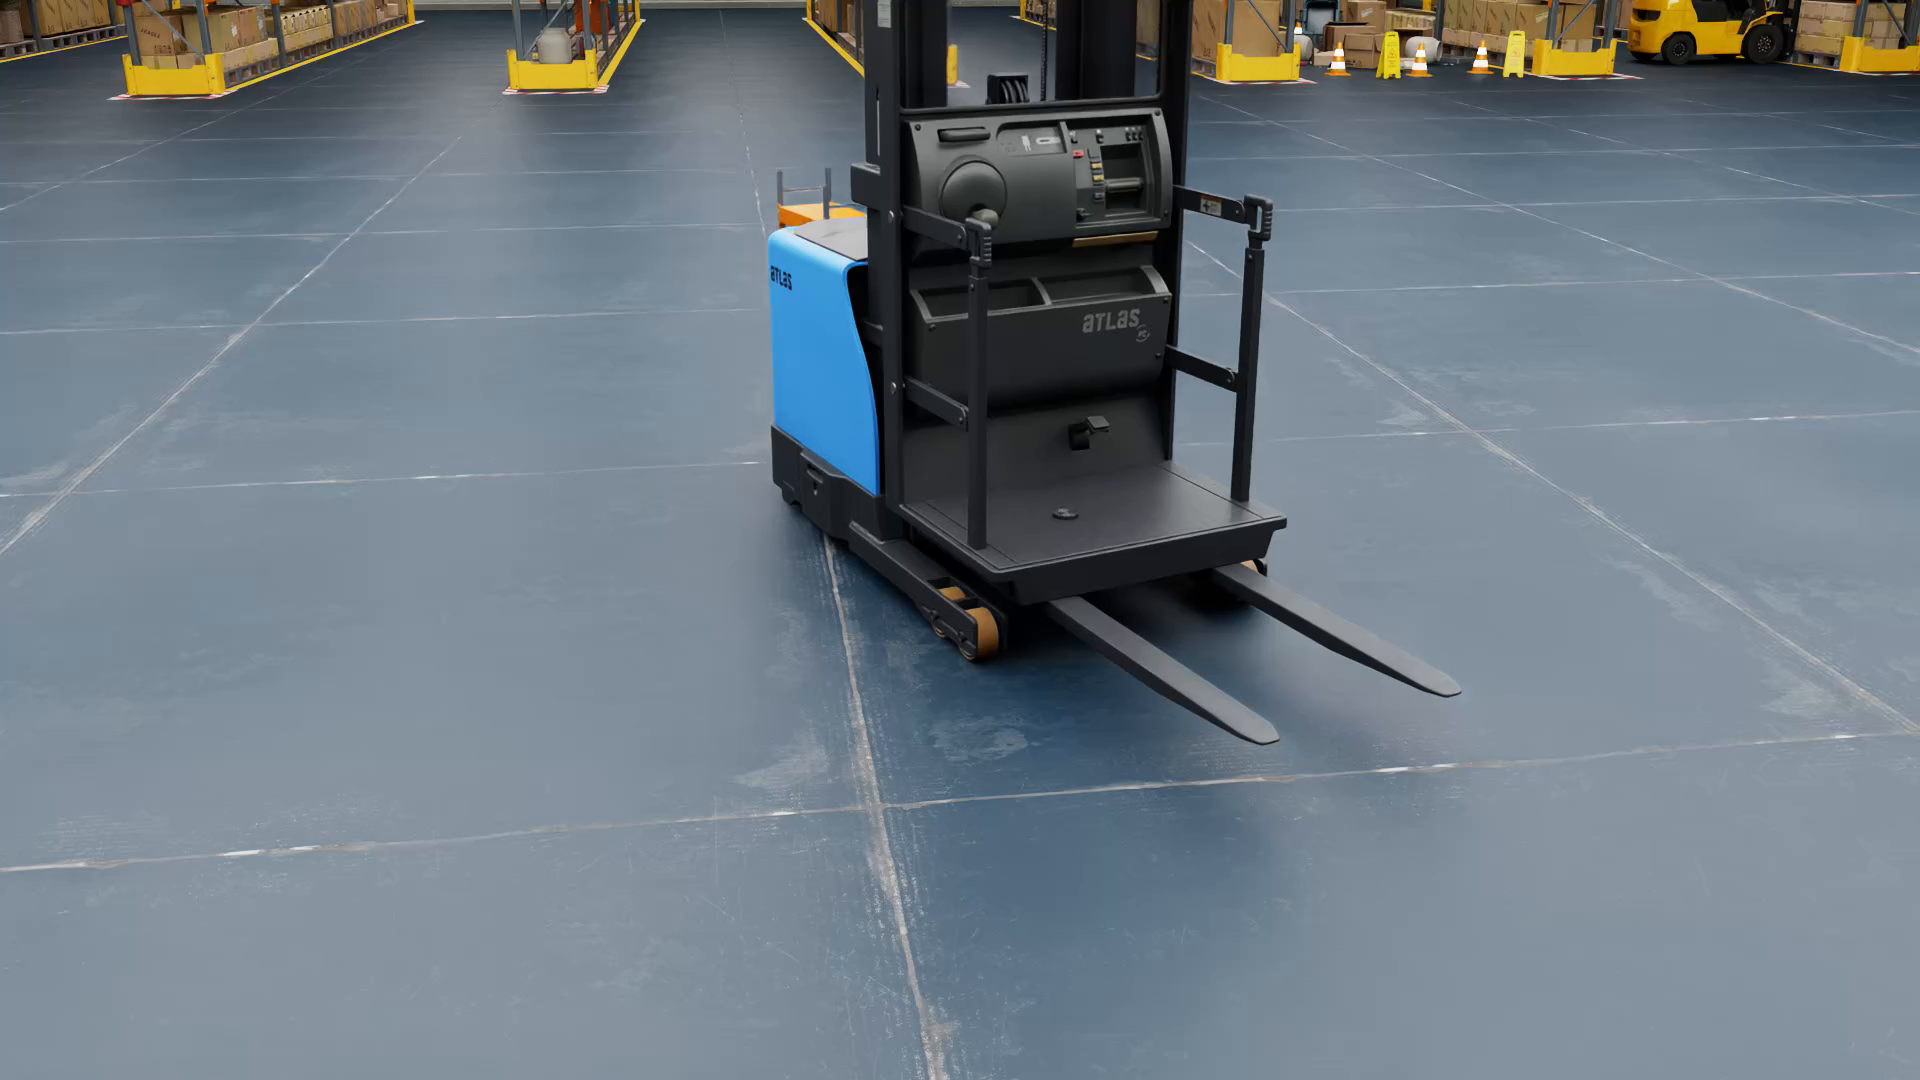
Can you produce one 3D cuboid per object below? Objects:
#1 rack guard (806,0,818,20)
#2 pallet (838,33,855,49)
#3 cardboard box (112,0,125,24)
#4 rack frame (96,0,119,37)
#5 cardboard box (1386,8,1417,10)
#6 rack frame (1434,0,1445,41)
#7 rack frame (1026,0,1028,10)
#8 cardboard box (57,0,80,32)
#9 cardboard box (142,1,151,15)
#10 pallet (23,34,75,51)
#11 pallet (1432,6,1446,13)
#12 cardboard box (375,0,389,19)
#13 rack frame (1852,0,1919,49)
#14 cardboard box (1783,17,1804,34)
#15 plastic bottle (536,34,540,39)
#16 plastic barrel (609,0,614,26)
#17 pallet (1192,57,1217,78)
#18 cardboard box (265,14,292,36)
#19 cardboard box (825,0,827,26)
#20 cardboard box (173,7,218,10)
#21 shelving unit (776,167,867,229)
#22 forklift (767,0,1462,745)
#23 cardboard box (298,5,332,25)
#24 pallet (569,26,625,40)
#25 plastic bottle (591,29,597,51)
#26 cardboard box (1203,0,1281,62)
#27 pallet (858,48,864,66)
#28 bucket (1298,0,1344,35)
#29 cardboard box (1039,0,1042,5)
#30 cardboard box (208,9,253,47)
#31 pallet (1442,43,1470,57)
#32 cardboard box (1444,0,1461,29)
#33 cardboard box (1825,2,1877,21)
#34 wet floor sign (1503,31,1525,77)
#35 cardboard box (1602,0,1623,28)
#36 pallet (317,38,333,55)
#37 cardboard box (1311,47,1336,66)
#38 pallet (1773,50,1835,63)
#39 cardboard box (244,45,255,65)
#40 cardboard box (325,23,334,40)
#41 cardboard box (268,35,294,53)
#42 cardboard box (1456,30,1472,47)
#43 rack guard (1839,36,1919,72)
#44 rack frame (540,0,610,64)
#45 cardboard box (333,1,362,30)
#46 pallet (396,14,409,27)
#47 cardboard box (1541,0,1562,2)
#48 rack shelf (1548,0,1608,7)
[{"bbox_3d":[-2.935,-12.242,38.278,1.175,0.500,0.348,-3,21,-8],"label":"rack guard"},{"bbox_3d":[-1.667,-9.058,30.166,1.003,0.211,1.213,-3,21,-8],"label":"pallet"},{"bbox_3d":[-17.066,-10.560,33.175,0.700,0.500,0.500,-3,21,-7],"label":"cardboard box"},{"bbox_3d":[-17.060,-11.270,32.104,1.000,3.000,0.127,-3,21,-8],"label":"rack frame"},{"bbox_3d":[8.100,-9.904,31.602,0.950,0.372,0.625,-4,21,-11],"label":"cardboard box"},{"bbox_3d":[8.605,-9.750,28.033,1.000,3.000,0.127,-3,21,-8],"label":"rack frame"},{"bbox_3d":[1.991,-13.620,38.395,1.000,3.000,0.127,-3,21,-8],"label":"rack frame"},{"bbox_3d":[-16.579,-9.640,30.211,0.750,0.750,0.750,-3,21,-8],"label":"cardboard box"},{"bbox_3d":[-17.291,-11.096,34.610,0.700,0.500,0.500,-4,21,-10],"label":"cardboard box"},{"bbox_3d":[-16.522,-8.856,29.625,1.003,0.211,1.213,-3,21,-8],"label":"pallet"},{"bbox_3d":[11.913,-12.547,39.509,1.003,0.211,1.213,-3,21,-8],"label":"pallet"},{"bbox_3d":[-12.434,-11.208,34.877,0.797,0.503,0.637,-3,21,-8],"label":"cardboard box"},{"bbox_3d":[14.093,-8.616,24.998,1.000,3.000,0.127,-3,21,-8],"label":"rack frame"},{"bbox_3d":[13.556,-8.264,26.670,0.500,0.250,0.500,-3,21,-9],"label":"cardboard box"},{"bbox_3d":[-6.282,-7.388,24.866,0.144,0.351,0.185,-2,21,-6],"label":"plastic bottle"},{"bbox_3d":[-7.092,-10.549,32.572,0.600,0.901,0.708,-3,21,-8],"label":"plastic barrel"},{"bbox_3d":[4.105,-7.047,24.781,1.003,0.211,1.213,-3,21,-8],"label":"pallet"},{"bbox_3d":[-10.818,-8.078,26.086,0.500,0.311,0.500,-3,21,-8],"label":"cardboard box"},{"bbox_3d":[-1.978,-10.385,32.171,1.225,0.875,0.875,-3,21,-8],"label":"cardboard box"},{"bbox_3d":[-11.104,-7.489,24.237,0.500,0.500,0.500,-3,21,-8],"label":"cardboard box"},{"bbox_3d":[-0.535,-0.903,6.913,0.258,1.200,0.503,-10,22,-25],"label":"shelving unit"},{"bbox_3d":[0.371,-1.174,5.170,1.130,2.935,3.031,-10,23,-25],"label":"forklift"},{"bbox_3d":[-11.262,-9.139,28.925,0.500,0.311,0.500,-2,21,-6],"label":"cardboard box"},{"bbox_3d":[-7.007,-9.771,32.075,1.003,0.211,1.213,-3,21,-8],"label":"pallet"},{"bbox_3d":[-5.725,-7.757,25.854,0.144,0.351,0.185,-3,21,-9],"label":"plastic bottle"},{"bbox_3d":[4.135,-7.513,24.480,0.875,0.875,0.875,-3,21,-7],"label":"cardboard box"},{"bbox_3d":[-1.070,-7.713,26.565,1.003,0.211,1.213,-3,21,-8],"label":"pallet"},{"bbox_3d":[6.022,-8.713,27.763,0.726,0.611,0.620,4,11,11],"label":"bucket"},{"bbox_3d":[1.981,-12.067,37.285,0.380,0.149,0.250,-4,21,-10],"label":"cardboard box"},{"bbox_3d":[-10.499,-7.343,23.847,0.500,0.500,0.500,-3,21,-8],"label":"cardboard box"},{"bbox_3d":[8.737,-8.212,27.903,1.003,0.211,1.213,-3,21,-8],"label":"pallet"},{"bbox_3d":[8.423,-8.792,27.726,0.500,0.500,0.500,-2,21,-5],"label":"cardboard box"},{"bbox_3d":[13.718,-8.137,25.616,0.500,0.250,0.500,-2,21,-6],"label":"cardboard box"},{"bbox_3d":[8.150,-7.142,24.416,0.267,0.644,0.232,4,21,11],"label":"wet floor sign"},{"bbox_3d":[13.016,-10.254,32.176,0.875,0.625,0.625,-2,21,-6],"label":"cardboard box"},{"bbox_3d":[-11.502,-8.543,28.788,1.003,0.211,1.213,-3,21,-8],"label":"pallet"},{"bbox_3d":[5.791,-7.682,26.404,0.396,0.266,0.258,1,20,2],"label":"cardboard box"},{"bbox_3d":[13.769,-7.994,27.318,1.003,0.211,1.213,-3,21,-8],"label":"pallet"},{"bbox_3d":[-10.500,-6.991,23.978,0.500,0.250,0.500,-3,21,-8],"label":"cardboard box"},{"bbox_3d":[-11.264,-8.875,29.021,0.500,0.250,0.500,-2,21,-6],"label":"cardboard box"},{"bbox_3d":[-10.818,-7.812,26.175,0.500,0.250,0.500,-3,21,-9],"label":"cardboard box"},{"bbox_3d":[8.511,-8.256,27.364,0.500,0.250,0.500,-2,21,-5],"label":"cardboard box"},{"bbox_3d":[14.096,-7.437,25.413,1.175,0.500,0.348,-3,21,-8],"label":"rack guard"},{"bbox_3d":[-6.103,-9.000,26.026,1.000,3.000,0.127,-3,21,-8],"label":"rack frame"},{"bbox_3d":[-11.593,-9.879,31.322,0.500,0.500,0.500,-4,21,-10],"label":"cardboard box"},{"bbox_3d":[-12.608,-11.297,36.163,1.003,0.211,1.213,-3,21,-8],"label":"pallet"},{"bbox_3d":[9.191,-8.281,26.358,0.500,0.500,0.500,-3,21,-7],"label":"cardboard box"},{"bbox_3d":[8.893,-8.720,26.305,1.077,0.370,4.000,-3,21,-8],"label":"rack shelf"}]
